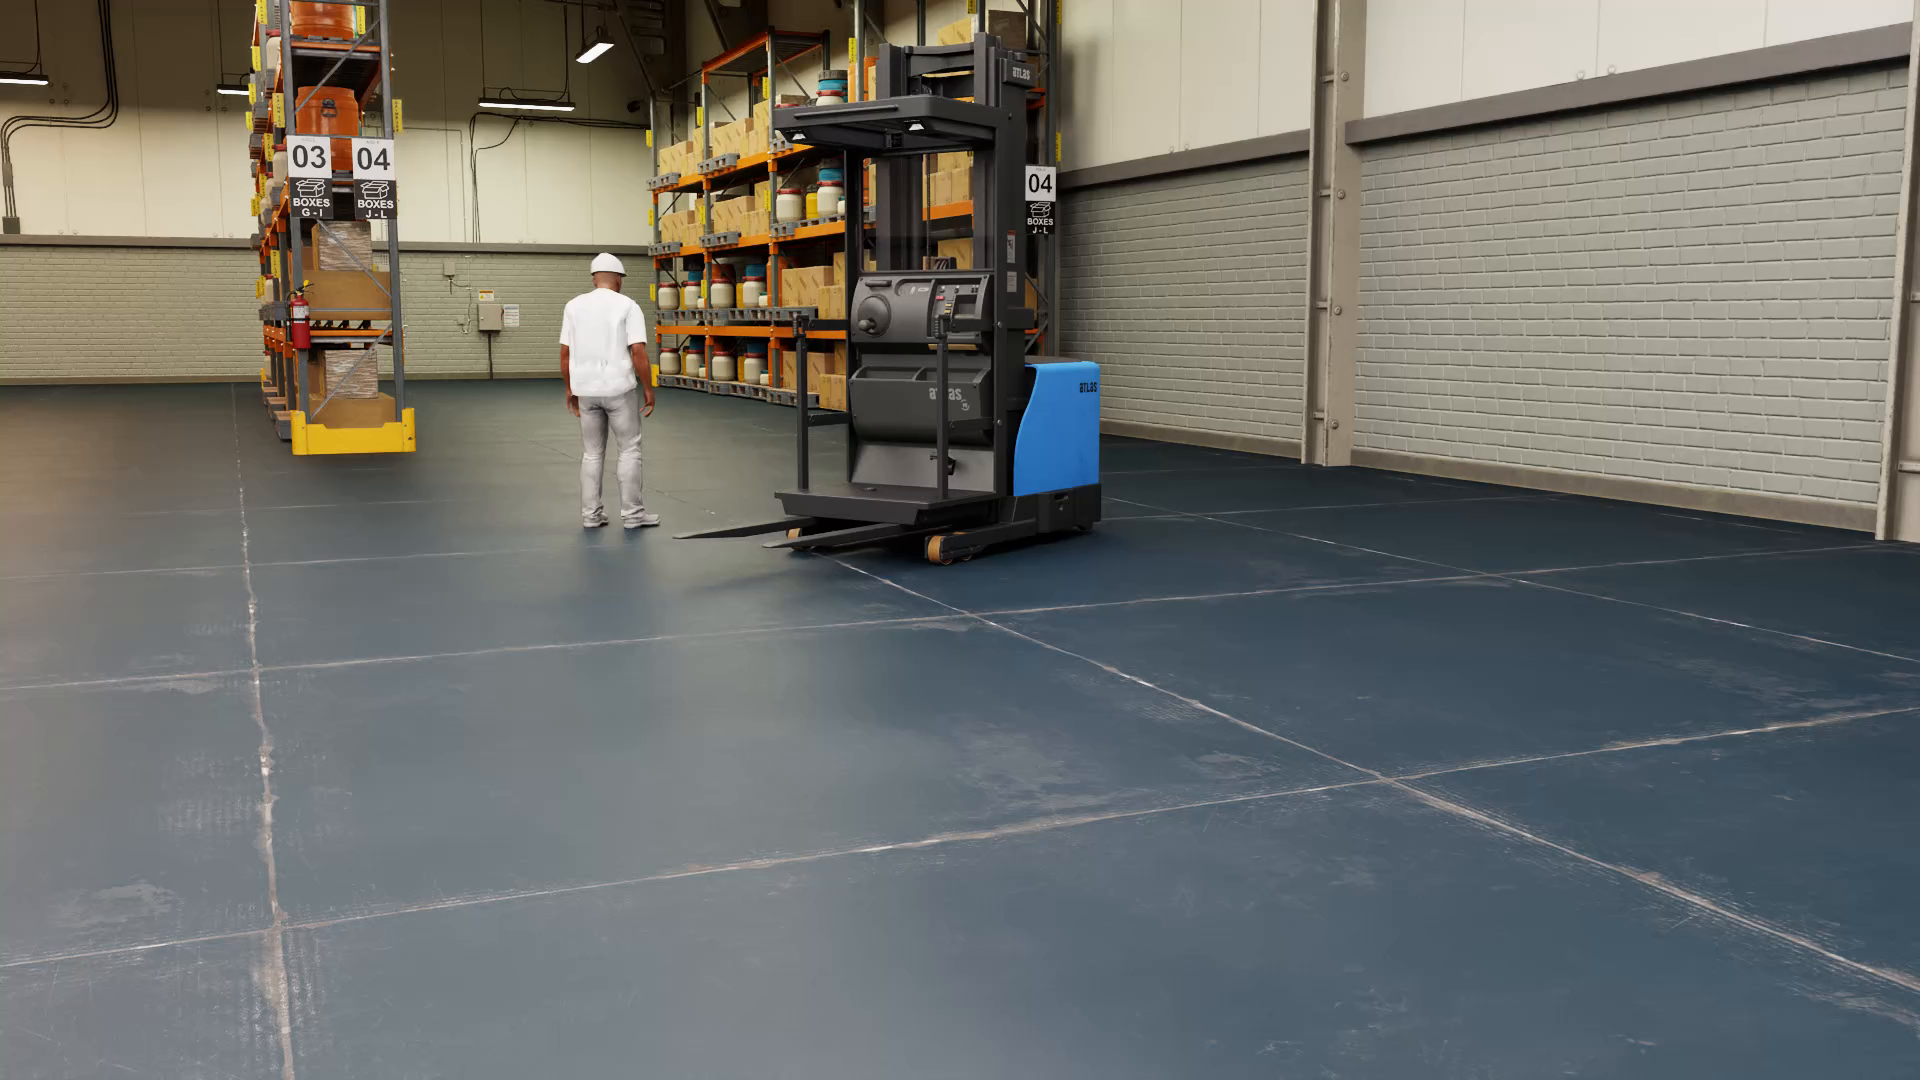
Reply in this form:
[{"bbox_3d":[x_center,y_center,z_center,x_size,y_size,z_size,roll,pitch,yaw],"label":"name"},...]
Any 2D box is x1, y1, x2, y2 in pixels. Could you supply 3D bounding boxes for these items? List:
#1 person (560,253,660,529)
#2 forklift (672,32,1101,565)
[{"bbox_3d":[-2.264,-0.962,10.733,0.627,1.760,0.461,2,8,16],"label":"person"},{"bbox_3d":[-0.353,-1.386,9.451,1.130,2.935,3.031,5,9,34],"label":"forklift"}]
